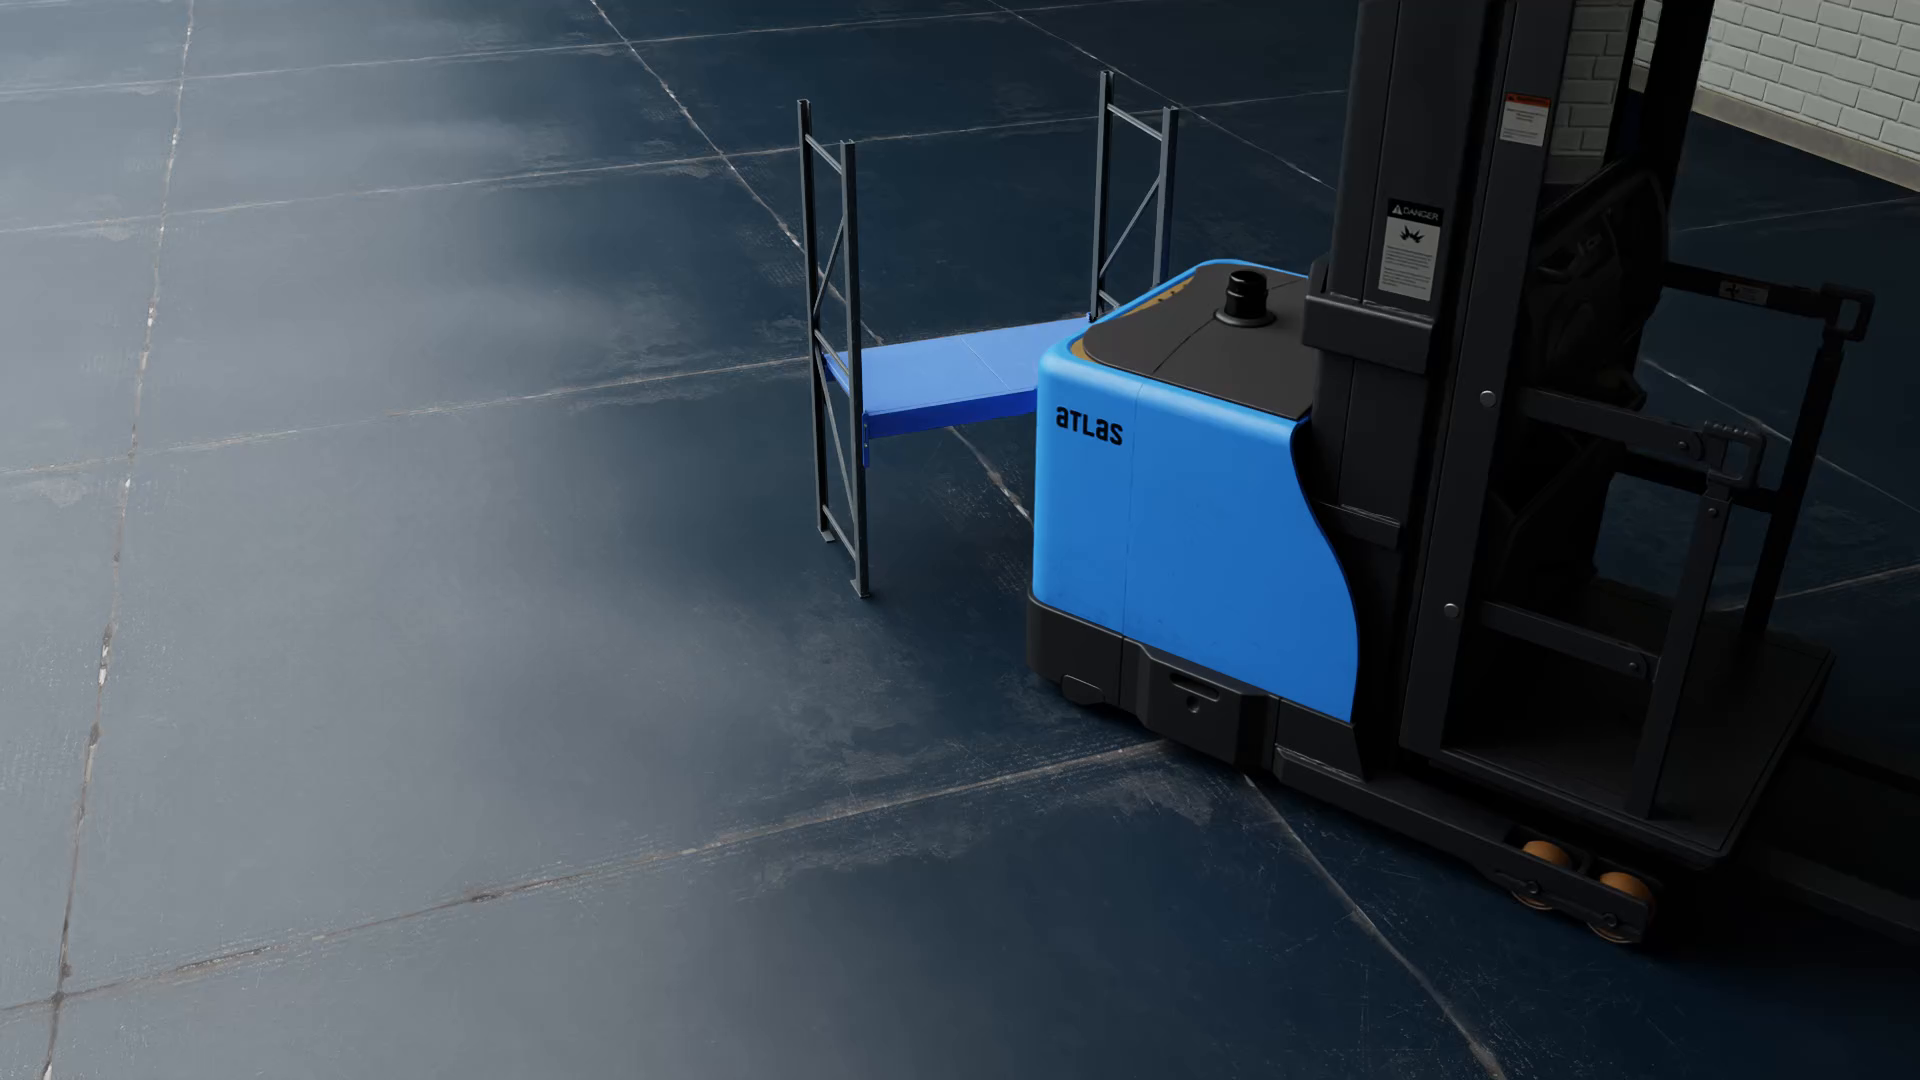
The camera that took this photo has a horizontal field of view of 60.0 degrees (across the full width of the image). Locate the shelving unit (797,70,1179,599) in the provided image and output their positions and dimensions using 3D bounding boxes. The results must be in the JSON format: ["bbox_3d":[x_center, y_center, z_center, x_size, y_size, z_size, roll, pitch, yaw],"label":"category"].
[{"bbox_3d":[0.080,-0.666,5.405,1.048,1.500,0.538,-10,31,-18],"label":"shelving unit"}]

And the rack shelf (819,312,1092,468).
[{"bbox_3d":[0.080,-0.510,5.494,1.000,0.185,0.538,-10,31,-18],"label":"rack shelf"}]

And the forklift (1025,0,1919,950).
[{"bbox_3d":[1.676,-0.596,3.835,3.031,2.935,1.130,21,36,32],"label":"forklift"}]

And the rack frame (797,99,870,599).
[{"bbox_3d":[-0.396,-0.579,5.251,0.032,1.500,0.500,-10,31,-18],"label":"rack frame"}]

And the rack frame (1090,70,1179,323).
[{"bbox_3d":[0.556,-0.754,5.559,0.032,1.500,0.500,-10,31,-18],"label":"rack frame"}]
